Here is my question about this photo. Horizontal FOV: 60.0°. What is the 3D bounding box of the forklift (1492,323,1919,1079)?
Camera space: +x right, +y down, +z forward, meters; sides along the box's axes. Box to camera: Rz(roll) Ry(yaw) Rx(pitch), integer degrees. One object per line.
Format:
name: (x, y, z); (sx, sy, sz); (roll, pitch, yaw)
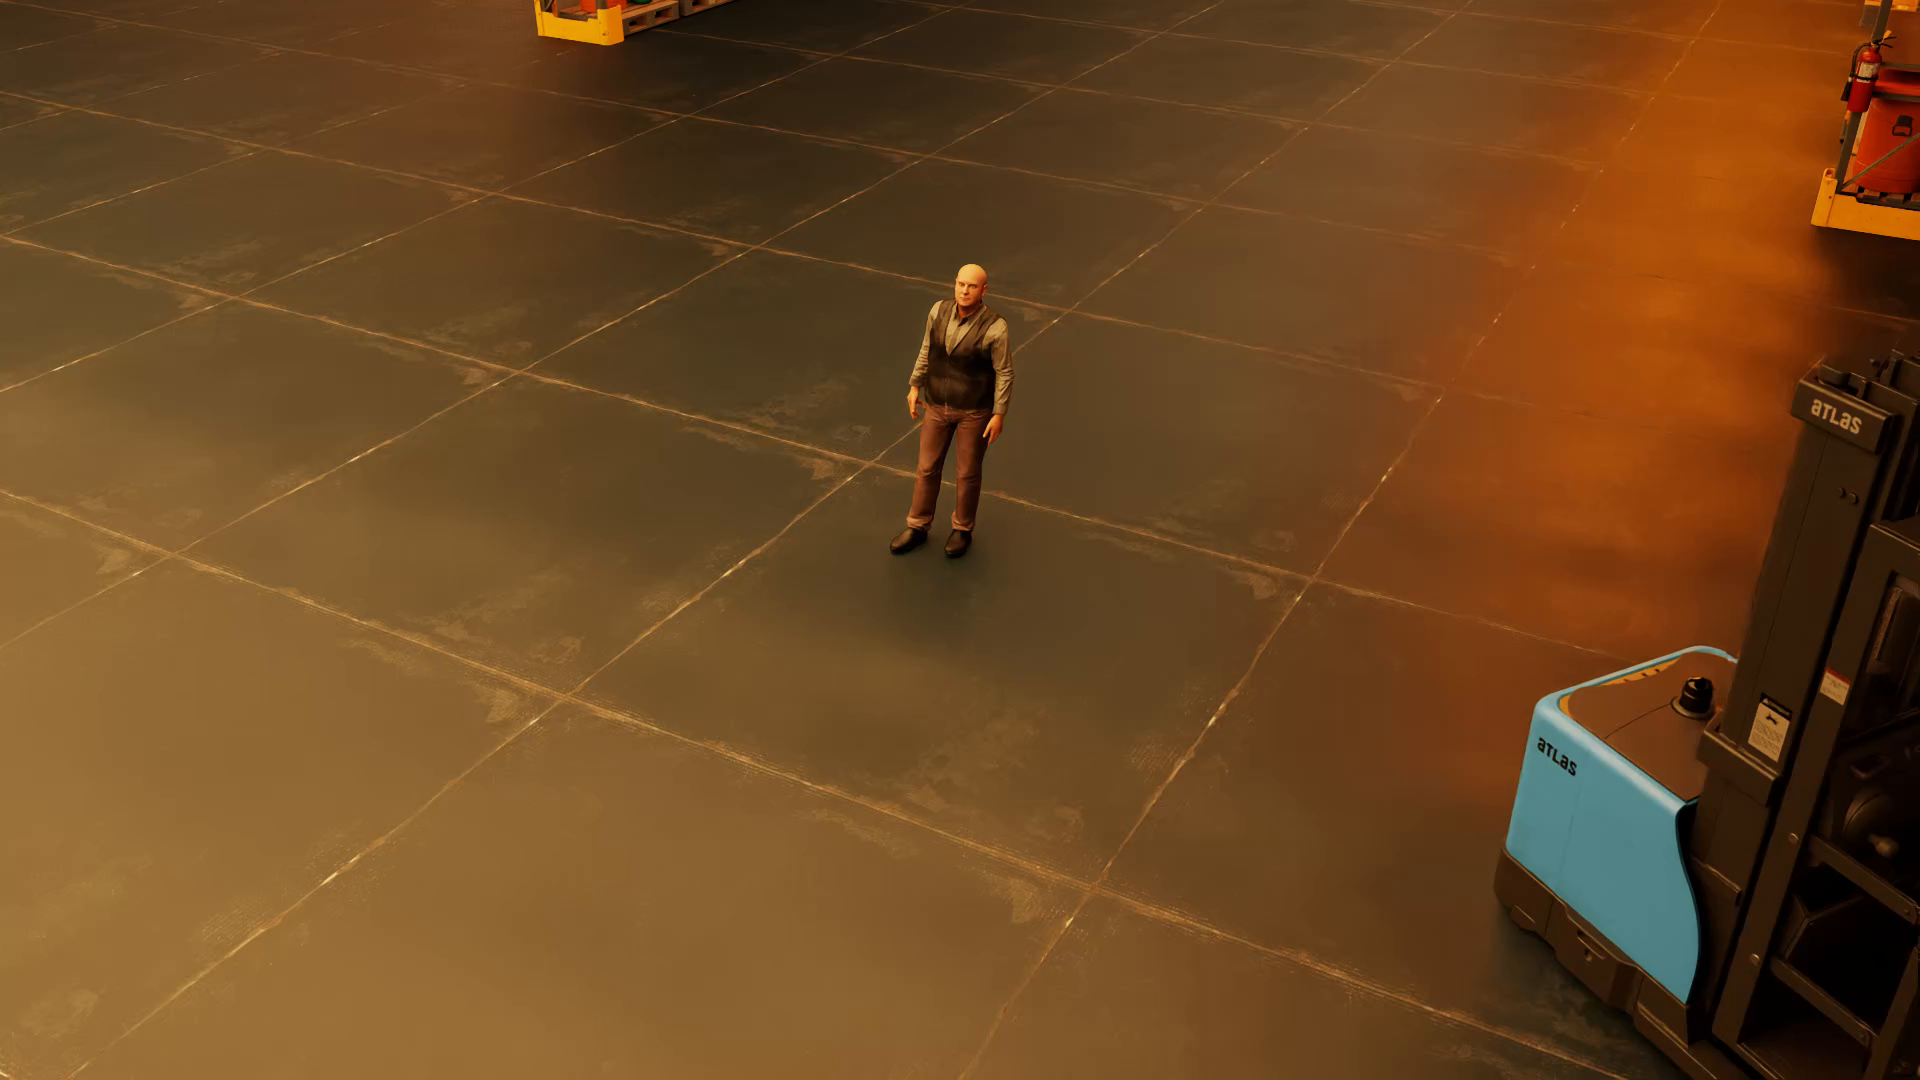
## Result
forklift: (3.415, 0.859, 5.583); (1.130, 2.935, 3.031); (-14, 33, -22)

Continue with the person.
person: (-0.037, -0.727, 9.526); (0.632, 1.720, 0.568); (15, 33, 25)
